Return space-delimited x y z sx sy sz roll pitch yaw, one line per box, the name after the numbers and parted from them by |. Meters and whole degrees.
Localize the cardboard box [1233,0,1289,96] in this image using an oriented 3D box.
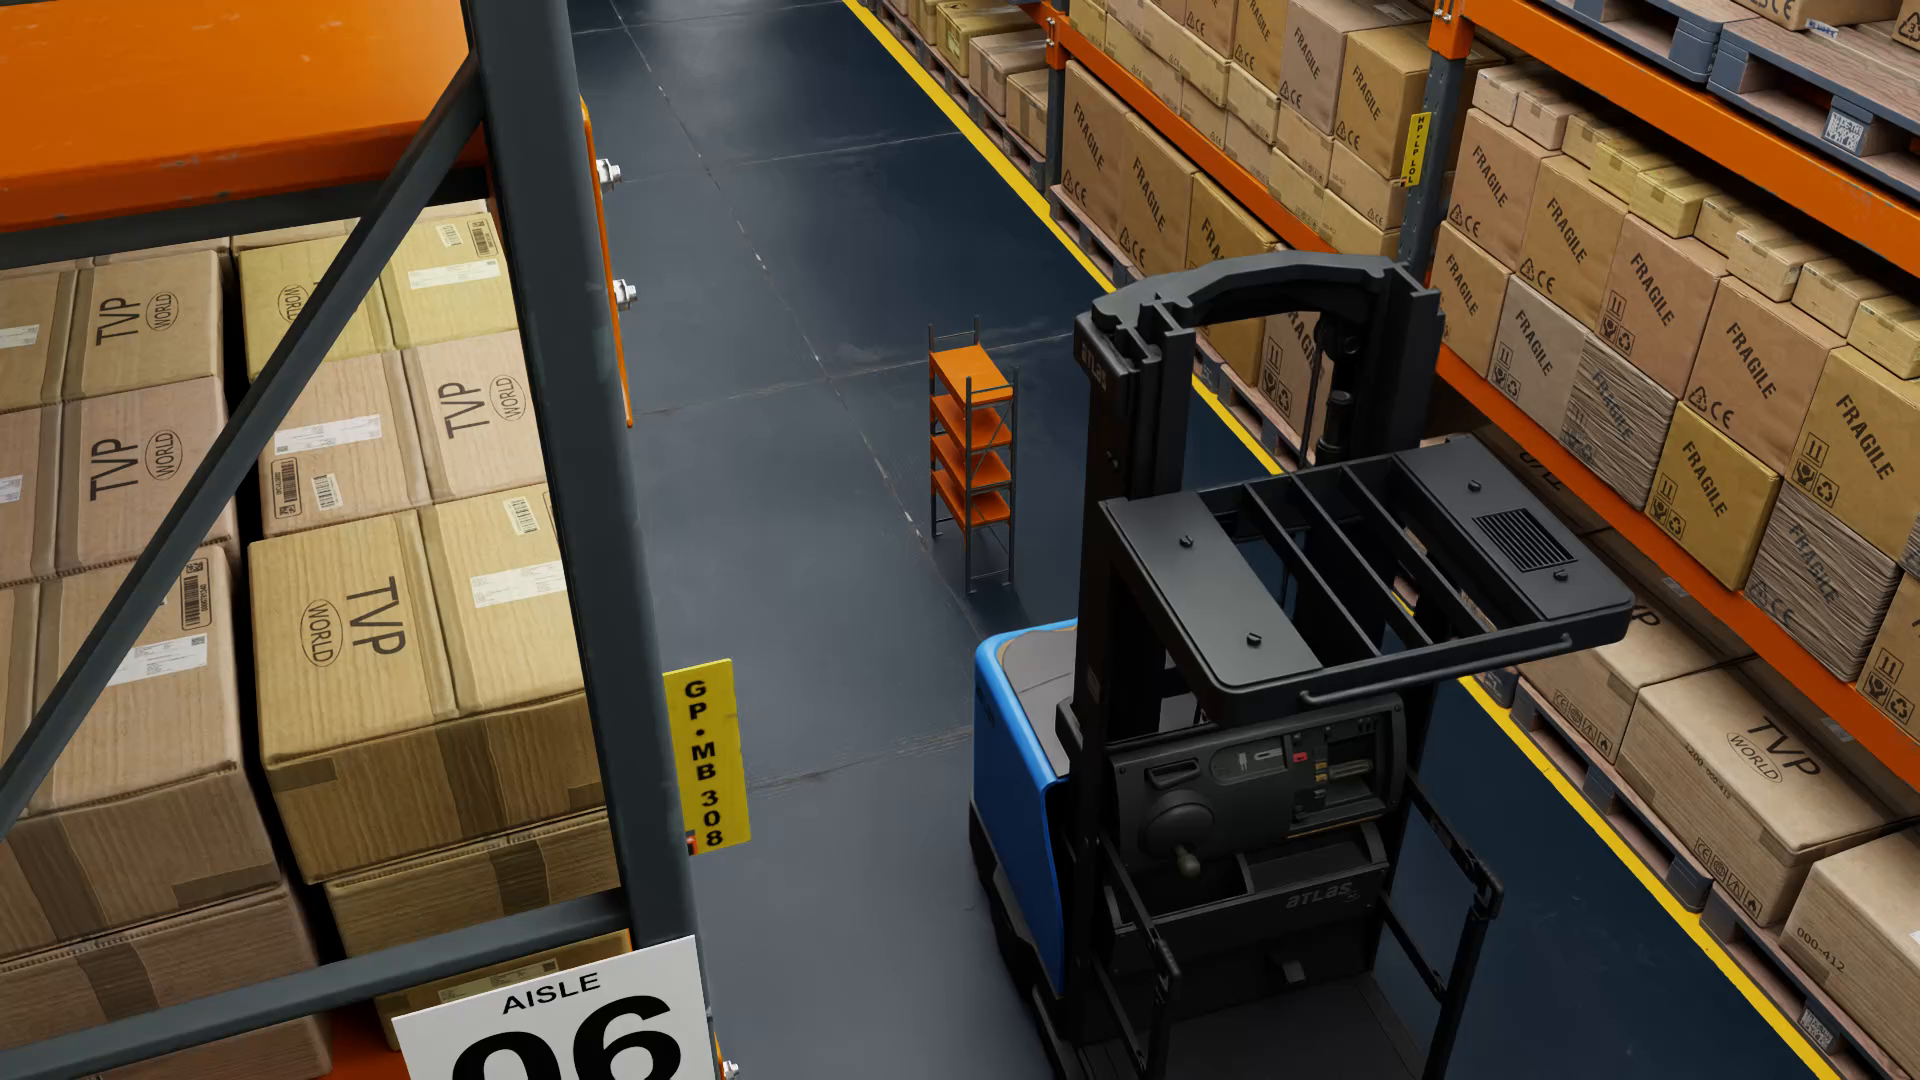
1.711 -2.562 8.245 0.500 0.500 0.500 -11 38 -15 | cardboard box

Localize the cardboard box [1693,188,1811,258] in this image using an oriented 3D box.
2.793 -1.097 5.760 0.380 0.149 0.250 -13 39 -16 | cardboard box

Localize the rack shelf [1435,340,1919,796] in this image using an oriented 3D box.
3.130 0.076 6.254 1.077 0.370 4.000 -12 39 -16 | rack shelf

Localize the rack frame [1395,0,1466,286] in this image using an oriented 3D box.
2.441 -1.342 7.538 1.000 3.000 0.127 -12 39 -16 | rack frame

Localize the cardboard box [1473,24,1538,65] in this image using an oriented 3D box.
2.560 -2.089 7.616 0.500 0.500 0.500 -12 39 -15 | cardboard box

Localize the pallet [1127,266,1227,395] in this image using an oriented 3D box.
1.681 -1.338 9.851 1.003 0.211 1.213 -12 39 -16 | pallet

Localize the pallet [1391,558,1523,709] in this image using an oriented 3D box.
2.630 0.218 7.785 1.003 0.211 1.213 -12 39 -16 | pallet

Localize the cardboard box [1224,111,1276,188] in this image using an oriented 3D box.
1.720 -2.060 8.616 0.500 0.250 0.500 -13 39 -17 | cardboard box

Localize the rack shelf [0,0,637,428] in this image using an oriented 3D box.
-1.530 -1.289 3.083 1.077 0.370 4.000 -12 39 -16 | rack shelf

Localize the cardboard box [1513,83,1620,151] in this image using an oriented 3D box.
2.410 -1.666 6.516 0.380 0.149 0.250 -12 39 -15 | cardboard box

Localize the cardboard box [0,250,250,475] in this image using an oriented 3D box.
-1.622 -0.285 3.104 0.500 0.250 0.500 -12 39 -15 | cardboard box

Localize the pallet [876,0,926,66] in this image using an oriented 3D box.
-0.042 -4.307 13.793 1.003 0.211 1.213 -12 39 -16 | pallet

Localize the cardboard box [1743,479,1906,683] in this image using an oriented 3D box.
3.059 0.085 5.560 0.500 0.500 0.500 -11 38 -15 | cardboard box

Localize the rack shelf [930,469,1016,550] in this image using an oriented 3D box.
0.057 -0.173 7.925 0.258 0.148 0.480 -12 39 -16 | rack shelf

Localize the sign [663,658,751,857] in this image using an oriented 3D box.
-0.332 0.288 2.155 0.100 0.325 0.005 -12 39 -16 | sign

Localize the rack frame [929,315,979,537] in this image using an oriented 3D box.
-0.027 -0.524 7.948 0.240 1.200 0.015 -12 39 -16 | rack frame

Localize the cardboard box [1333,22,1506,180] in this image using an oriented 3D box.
2.052 -1.981 7.473 0.500 0.500 0.500 -11 38 -14 | cardboard box

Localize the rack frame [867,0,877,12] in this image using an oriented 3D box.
-0.312 -5.861 13.538 1.000 3.000 0.127 -12 39 -16 | rack frame

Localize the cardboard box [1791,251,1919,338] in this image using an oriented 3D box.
2.943 -0.803 5.370 0.380 0.149 0.250 -11 38 -14 | cardboard box

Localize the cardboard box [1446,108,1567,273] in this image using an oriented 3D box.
2.378 -1.462 6.783 0.500 0.500 0.500 -12 39 -16 | cardboard box

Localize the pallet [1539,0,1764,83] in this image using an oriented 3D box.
2.713 -2.040 6.046 1.003 0.211 1.213 -12 39 -16 | pallet

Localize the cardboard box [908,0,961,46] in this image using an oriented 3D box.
0.122 -4.278 13.271 0.950 0.372 0.625 -10 38 -13 | cardboard box

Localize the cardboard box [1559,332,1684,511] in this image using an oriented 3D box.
2.691 -0.495 6.331 0.500 0.500 0.500 -12 39 -16 | cardboard box

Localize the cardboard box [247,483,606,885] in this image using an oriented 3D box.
-0.758 0.189 2.475 0.500 0.250 0.500 -13 39 -16 | cardboard box

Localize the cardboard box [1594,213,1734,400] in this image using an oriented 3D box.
2.711 -0.883 6.015 0.500 0.500 0.500 -12 39 -15 | cardboard box

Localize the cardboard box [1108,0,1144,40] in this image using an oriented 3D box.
1.184 -3.111 9.597 0.500 0.250 0.500 -12 39 -15 | cardboard box

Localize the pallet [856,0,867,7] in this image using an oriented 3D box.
-0.576 -5.119 14.871 1.003 0.211 1.213 -12 39 -16 | pallet

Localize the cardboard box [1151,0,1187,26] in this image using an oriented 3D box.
1.348 -3.138 9.008 0.500 0.500 0.500 -11 38 -15 | cardboard box

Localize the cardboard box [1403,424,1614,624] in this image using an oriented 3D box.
2.557 -0.109 7.682 0.875 0.438 0.875 -13 39 -17 | cardboard box

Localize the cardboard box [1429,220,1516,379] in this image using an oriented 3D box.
2.357 -1.062 7.084 0.500 0.500 0.500 -11 38 -14 | cardboard box

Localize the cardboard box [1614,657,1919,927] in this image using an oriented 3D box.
3.174 0.906 6.334 0.875 0.438 0.875 -11 38 -15 | cardboard box

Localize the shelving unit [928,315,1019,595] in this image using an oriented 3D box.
0.057 -0.386 7.765 0.258 1.200 0.503 -12 39 -16 | shelving unit

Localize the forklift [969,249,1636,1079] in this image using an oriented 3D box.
0.958 0.801 4.750 1.130 2.935 3.031 -11 38 -14 | forklift

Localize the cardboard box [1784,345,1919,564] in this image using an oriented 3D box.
3.054 -0.313 5.259 0.500 0.500 0.500 -13 39 -16 | cardboard box

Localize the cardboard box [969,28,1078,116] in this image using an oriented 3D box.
0.618 -3.456 12.180 0.950 0.372 0.625 -13 39 -17 | cardboard box

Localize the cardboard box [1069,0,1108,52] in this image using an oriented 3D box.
0.997 -3.213 10.147 0.500 0.250 0.500 -13 39 -17 | cardboard box

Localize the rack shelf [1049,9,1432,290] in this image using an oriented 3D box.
1.753 -2.184 9.254 1.077 0.370 4.000 -12 39 -16 | rack shelf

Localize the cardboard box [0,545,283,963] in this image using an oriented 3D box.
-1.256 0.298 2.330 0.500 0.250 0.500 -13 39 -17 | cardboard box

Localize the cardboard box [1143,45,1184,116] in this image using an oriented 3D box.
1.365 -2.629 9.371 0.500 0.250 0.500 -11 38 -14 | cardboard box

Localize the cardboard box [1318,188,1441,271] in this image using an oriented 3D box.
2.050 -1.483 7.850 0.500 0.250 0.500 -13 39 -17 | cardboard box

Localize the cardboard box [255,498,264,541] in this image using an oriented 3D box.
-1.437 0.209 2.864 0.500 0.250 0.500 -12 39 -16 | cardboard box

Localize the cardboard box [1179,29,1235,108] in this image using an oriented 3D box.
1.506 -2.538 8.835 0.500 0.250 0.500 -12 39 -15 | cardboard box

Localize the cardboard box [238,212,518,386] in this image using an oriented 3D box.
-1.101 -0.384 3.235 0.500 0.250 0.500 -13 39 -17 | cardboard box

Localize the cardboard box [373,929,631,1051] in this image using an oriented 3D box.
-0.733 0.622 2.647 0.380 0.149 0.250 -12 39 -15 | cardboard box

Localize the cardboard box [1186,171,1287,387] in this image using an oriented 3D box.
1.835 -1.503 9.169 0.875 0.875 0.875 -11 38 -15 | cardboard box

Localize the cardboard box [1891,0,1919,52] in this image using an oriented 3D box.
3.265 -1.698 5.002 0.500 0.500 0.500 -12 39 -15 | cardboard box

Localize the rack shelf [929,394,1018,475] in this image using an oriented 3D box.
0.057 -0.511 7.671 0.258 0.148 0.480 -12 39 -16 | rack shelf

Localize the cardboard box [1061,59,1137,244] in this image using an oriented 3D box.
1.225 -2.513 10.510 0.875 0.875 0.875 -13 39 -16 | cardboard box

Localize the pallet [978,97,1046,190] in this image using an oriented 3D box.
0.797 -2.929 11.963 1.003 0.211 1.213 -12 39 -16 | pallet

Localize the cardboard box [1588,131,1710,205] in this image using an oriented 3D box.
2.565 -1.378 6.133 0.380 0.149 0.250 -13 39 -16 | cardboard box

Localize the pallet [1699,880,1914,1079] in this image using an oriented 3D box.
3.469 1.596 5.955 1.003 0.211 1.213 -12 39 -16 | pallet

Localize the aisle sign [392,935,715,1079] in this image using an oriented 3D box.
-0.542 0.887 2.418 0.394 0.787 0.004 -12 39 -16 | aisle sign

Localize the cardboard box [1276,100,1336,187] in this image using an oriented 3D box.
1.882 -1.961 8.069 0.500 0.250 0.500 -12 38 -15 | cardboard box

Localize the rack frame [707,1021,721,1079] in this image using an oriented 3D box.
-0.841 1.948 3.171 1.000 3.000 0.127 -12 39 -16 | rack frame

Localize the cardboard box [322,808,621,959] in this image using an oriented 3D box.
-0.738 0.384 2.632 0.500 0.250 0.500 -13 39 -16 | cardboard box
